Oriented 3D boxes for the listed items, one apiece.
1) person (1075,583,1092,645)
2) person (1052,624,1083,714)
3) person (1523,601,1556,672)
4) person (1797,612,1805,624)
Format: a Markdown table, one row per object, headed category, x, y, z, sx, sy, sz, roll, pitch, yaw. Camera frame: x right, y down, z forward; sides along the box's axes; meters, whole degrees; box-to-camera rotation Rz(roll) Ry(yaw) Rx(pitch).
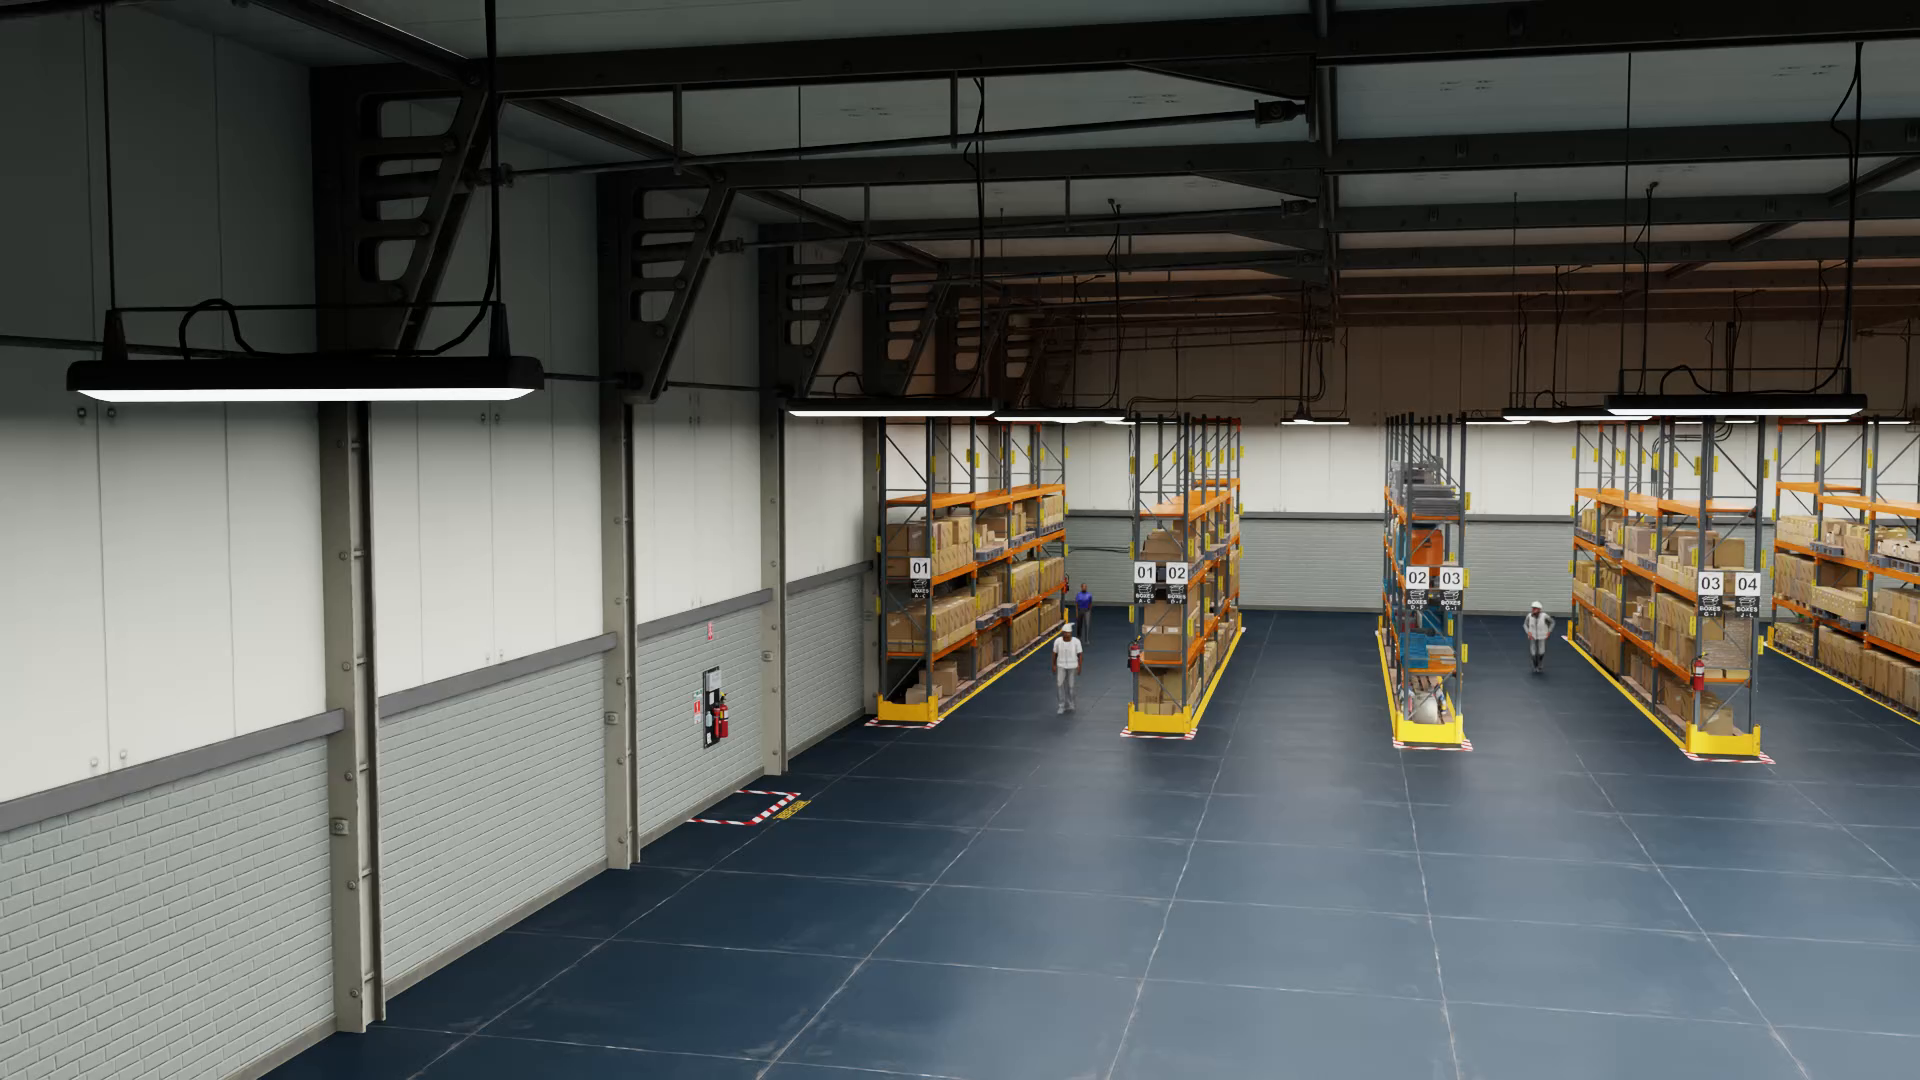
| category | x | y | z | sx | sy | sz | roll | pitch | yaw |
| --- | --- | --- | --- | --- | --- | --- | --- | --- | --- |
| person | 3.268 | 1.930 | 43.877 | 0.447 | 1.603 | 0.984 | 0 | 4 | 3 |
| person | 2.157 | 2.583 | 33.485 | 0.627 | 1.796 | 0.625 | 1 | 4 | 9 |
| person | 13.517 | 2.257 | 38.809 | 0.709 | 1.683 | 0.704 | 2 | 4 | 22 |
| person | 23.546 | 1.675 | 46.645 | 1.050 | 1.730 | 0.594 | -3 | 5 | -42 |
